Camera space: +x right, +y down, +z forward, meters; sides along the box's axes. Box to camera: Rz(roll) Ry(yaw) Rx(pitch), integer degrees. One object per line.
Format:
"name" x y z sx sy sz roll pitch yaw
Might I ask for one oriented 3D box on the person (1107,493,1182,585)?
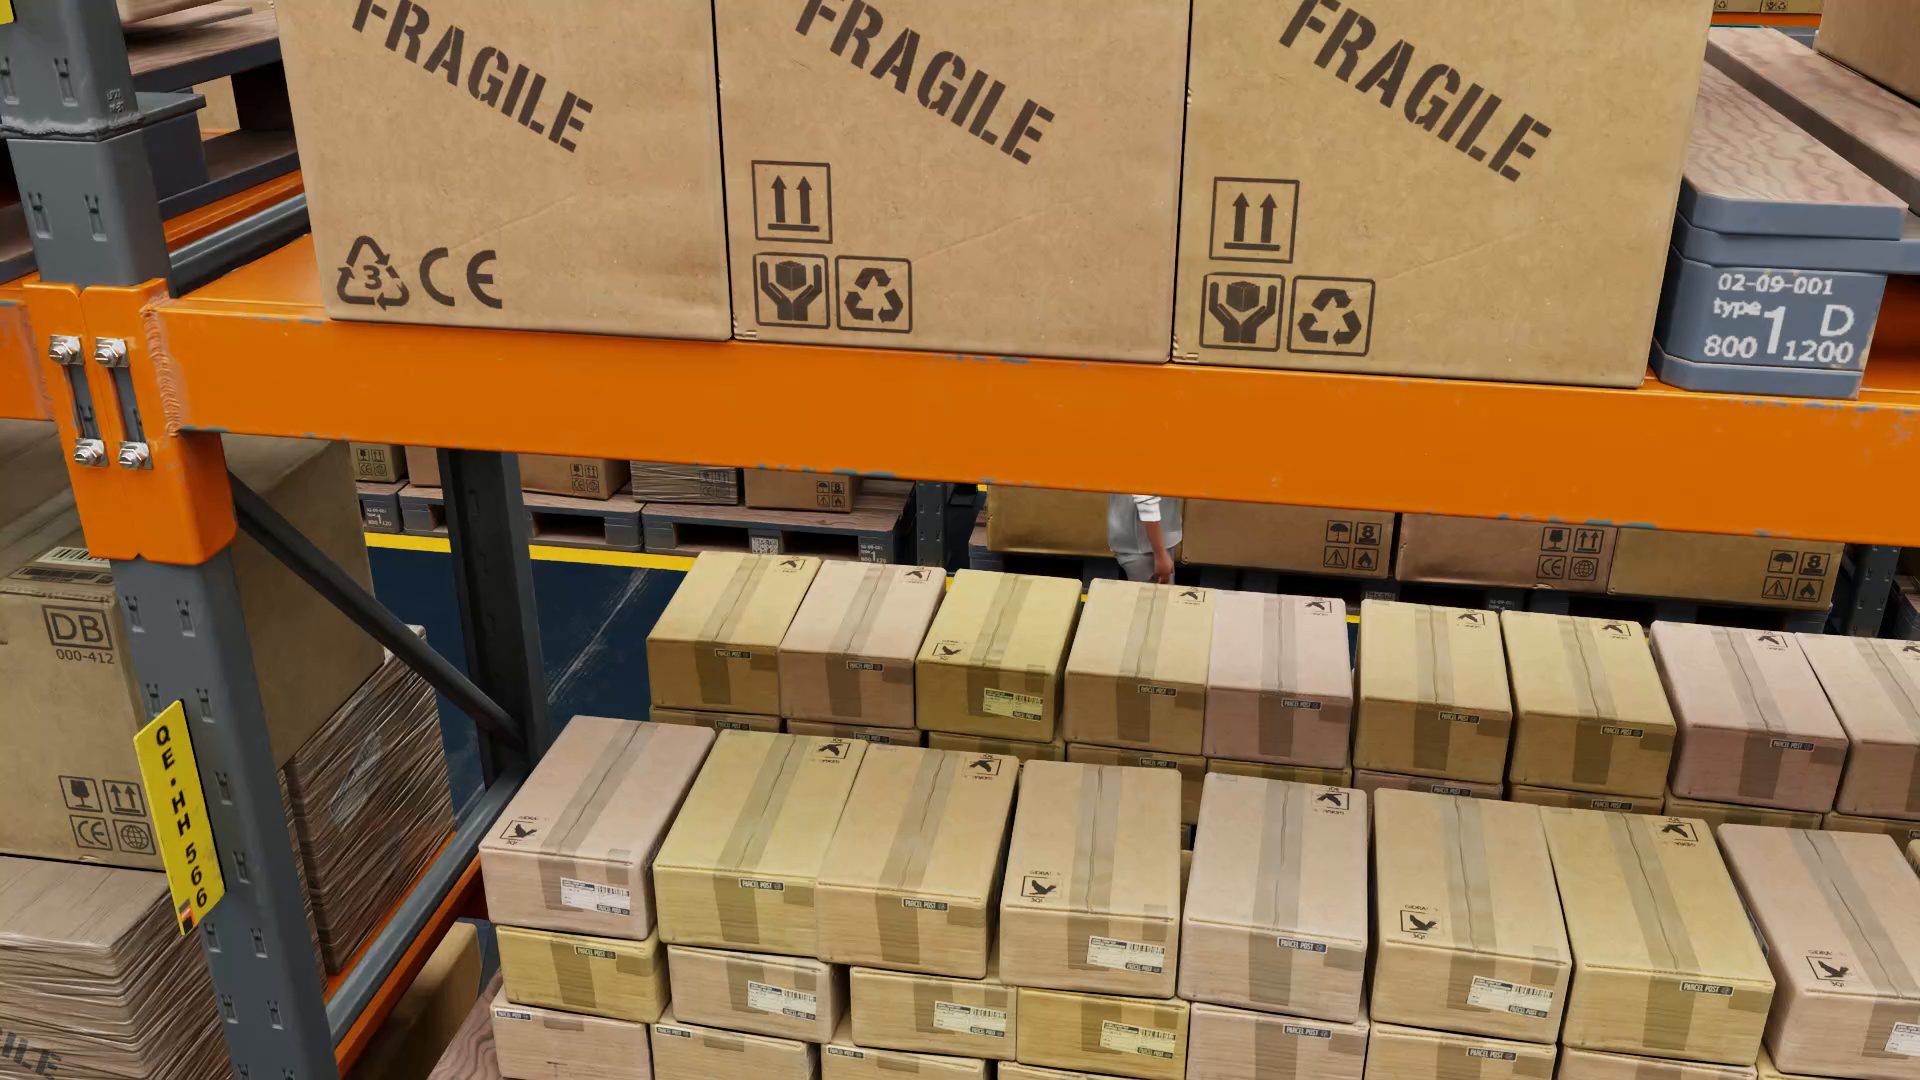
"person" 0.712 -0.003 6.129 0.347 1.591 0.483 3 25 5
